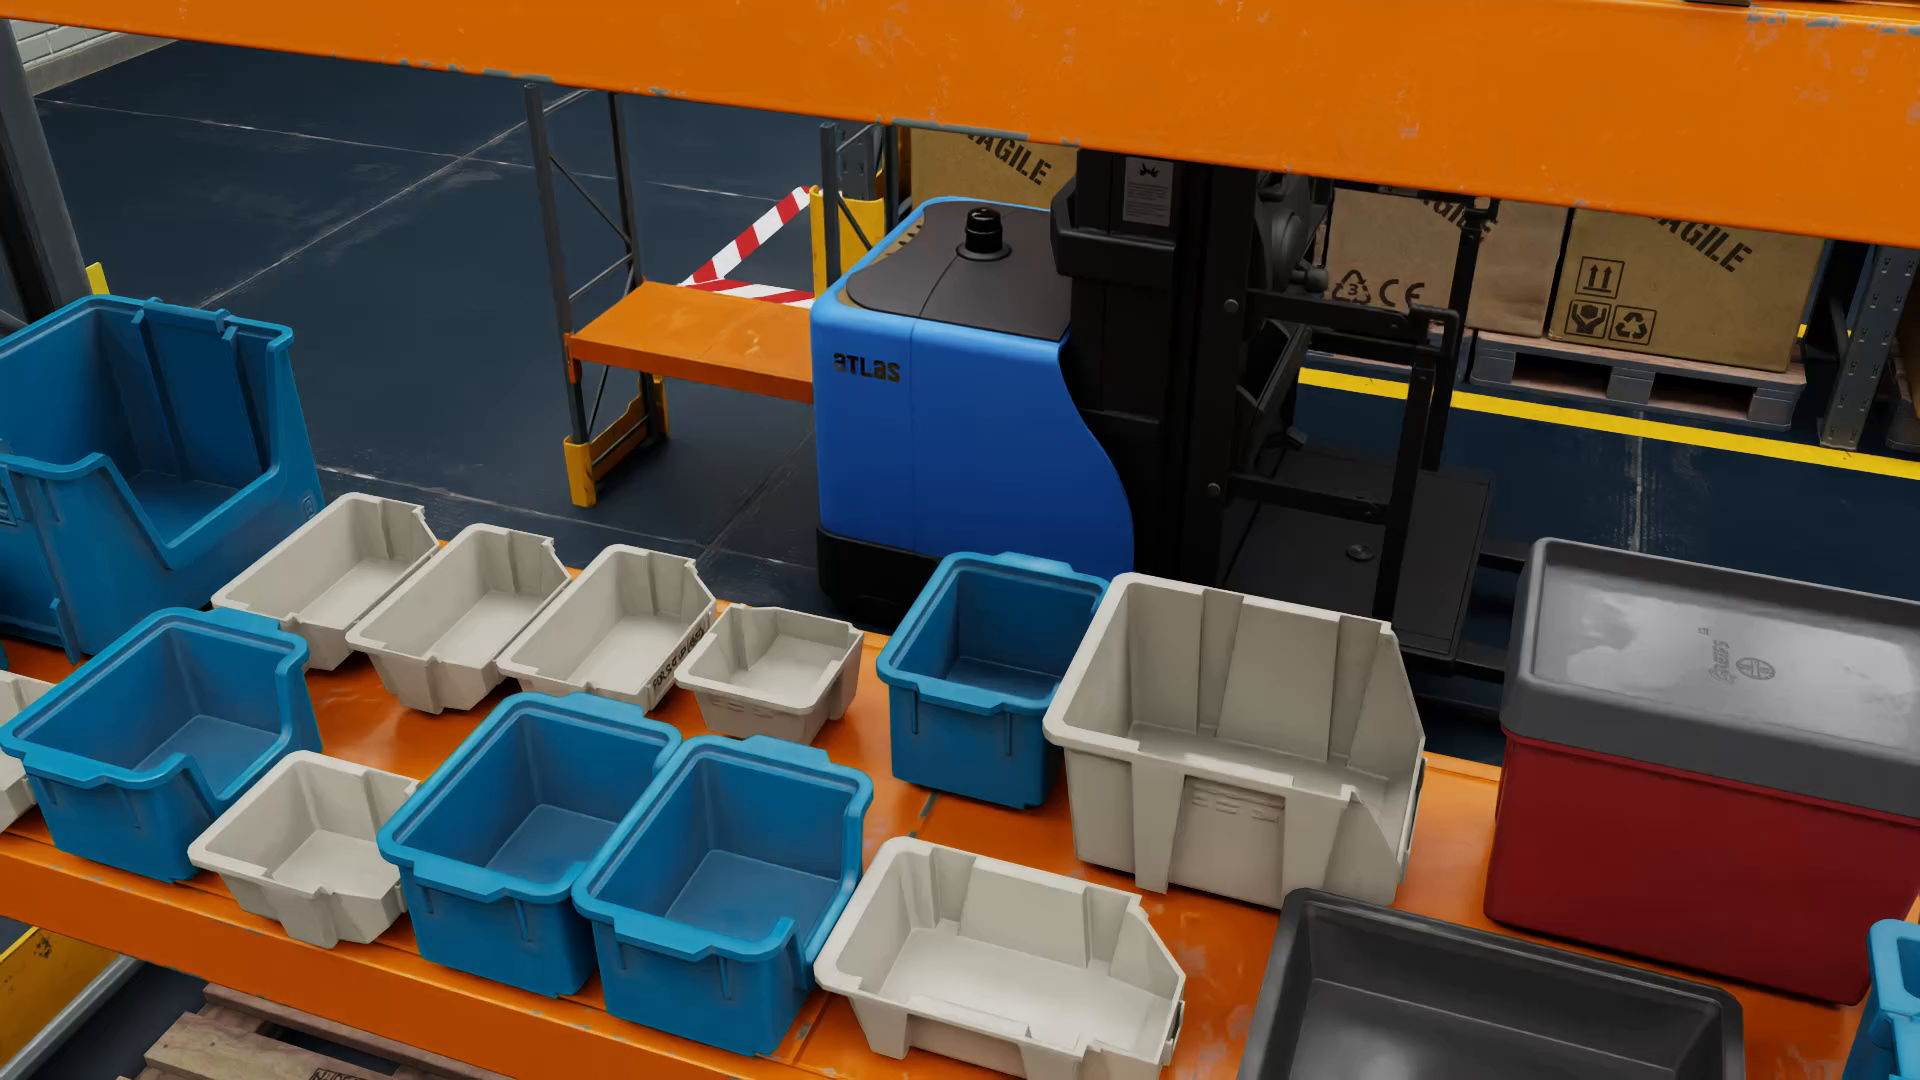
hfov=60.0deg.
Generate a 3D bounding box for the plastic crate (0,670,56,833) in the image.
[{"bbox_3d":[-1.562,0.343,2.642,0.298,0.136,0.250,11,34,16],"label":"plastic crate"}]

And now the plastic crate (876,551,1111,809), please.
[{"bbox_3d":[0.062,0.233,2.723,0.300,0.233,0.416,11,34,16],"label":"plastic crate"}]

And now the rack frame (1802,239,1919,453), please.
[{"bbox_3d":[3.479,-1.854,5.857,0.127,3.000,1.000,11,34,16],"label":"rack frame"}]

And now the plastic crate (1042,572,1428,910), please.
[{"bbox_3d":[0.433,0.326,2.534,0.530,0.282,0.437,11,34,16],"label":"plastic crate"}]

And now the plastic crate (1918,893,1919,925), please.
[{"bbox_3d":[1.418,0.602,2.240,0.243,0.136,0.396,11,34,16],"label":"plastic crate"}]

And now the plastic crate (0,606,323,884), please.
[{"bbox_3d":[-1.216,0.322,2.585,0.300,0.233,0.416,11,34,16],"label":"plastic crate"}]

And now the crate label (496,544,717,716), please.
[{"bbox_3d":[-0.590,0.184,2.887,0.243,0.136,0.396,11,34,16],"label":"crate label"}]

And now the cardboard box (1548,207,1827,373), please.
[{"bbox_3d":[2.885,-1.300,6.569,0.875,0.875,0.875,11,34,16],"label":"cardboard box"}]

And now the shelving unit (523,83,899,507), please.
[{"bbox_3d":[-0.787,-0.802,5.609,1.083,1.500,0.587,12,35,18],"label":"shelving unit"}]

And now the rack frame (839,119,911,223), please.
[{"bbox_3d":[-0.287,-2.586,6.990,0.127,3.000,1.000,11,34,16],"label":"rack frame"}]

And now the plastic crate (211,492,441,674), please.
[{"bbox_3d":[-1.129,0.085,3.040,0.243,0.136,0.396,11,34,16],"label":"plastic crate"}]

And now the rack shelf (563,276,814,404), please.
[{"bbox_3d":[-0.779,-0.649,5.704,1.000,0.185,0.538,12,35,18],"label":"rack shelf"}]

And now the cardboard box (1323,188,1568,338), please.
[{"bbox_3d":[2.037,-1.464,6.824,0.875,0.875,0.875,11,34,16],"label":"cardboard box"}]

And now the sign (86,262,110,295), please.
[{"bbox_3d":[-1.787,-0.410,3.469,0.005,0.325,0.100,11,34,16],"label":"sign"}]

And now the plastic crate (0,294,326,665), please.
[{"bbox_3d":[-1.579,-0.131,3.100,0.499,0.435,0.616,11,34,16],"label":"plastic crate"}]

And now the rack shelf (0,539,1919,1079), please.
[{"bbox_3d":[-0.075,0.611,2.701,4.000,0.370,1.077,11,34,16],"label":"rack shelf"}]

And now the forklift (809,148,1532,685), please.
[{"bbox_3d":[1.112,-0.965,4.543,3.031,2.935,1.130,12,35,18],"label":"forklift"}]

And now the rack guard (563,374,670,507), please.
[{"bbox_3d":[-1.251,-0.375,6.100,0.087,0.250,0.587,12,35,18],"label":"rack guard"}]

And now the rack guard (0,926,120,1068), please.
[{"bbox_3d":[-1.984,0.995,3.748,0.348,0.500,1.175,11,34,16],"label":"rack guard"}]

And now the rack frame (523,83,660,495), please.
[{"bbox_3d":[-1.252,-0.900,5.762,0.032,1.500,0.500,12,35,18],"label":"rack frame"}]

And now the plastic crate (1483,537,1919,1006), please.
[{"bbox_3d":[1.052,0.331,2.357,0.583,0.464,0.402,11,34,16],"label":"plastic crate"}]

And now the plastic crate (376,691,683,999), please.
[{"bbox_3d":[-0.597,0.442,2.399,0.300,0.233,0.416,11,34,16],"label":"plastic crate"}]

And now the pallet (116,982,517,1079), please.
[{"bbox_3d":[-1.194,1.285,3.565,1.213,0.211,1.003,11,34,16],"label":"pallet"}]

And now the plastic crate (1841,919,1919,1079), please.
[{"bbox_3d":[1.253,0.745,1.790,0.575,0.384,0.392,11,34,16],"label":"plastic crate"}]

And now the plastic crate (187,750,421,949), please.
[{"bbox_3d":[-0.924,0.467,2.449,0.298,0.136,0.250,11,34,16],"label":"plastic crate"}]

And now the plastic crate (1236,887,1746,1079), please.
[{"bbox_3d":[0.664,0.698,2.103,0.590,0.125,0.437,11,34,16],"label":"plastic crate"}]

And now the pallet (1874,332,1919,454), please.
[{"bbox_3d":[4.231,-0.580,6.454,1.213,0.211,1.003,11,34,16],"label":"pallet"}]

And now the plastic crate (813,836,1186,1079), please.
[{"bbox_3d":[0.067,0.595,2.251,0.466,0.136,0.293,11,34,16],"label":"plastic crate"}]

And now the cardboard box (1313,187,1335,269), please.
[{"bbox_3d":[1.200,-1.627,7.077,0.875,0.875,0.875,11,34,16],"label":"cardboard box"}]

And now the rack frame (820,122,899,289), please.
[{"bbox_3d":[-0.305,-0.699,5.451,0.032,1.500,0.500,12,35,18],"label":"rack frame"}]

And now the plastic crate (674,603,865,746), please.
[{"bbox_3d":[-0.305,0.229,2.818,0.250,0.136,0.298,11,34,16],"label":"plastic crate"}]

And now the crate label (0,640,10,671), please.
[{"bbox_3d":[-1.836,0.201,2.772,0.303,0.233,0.416,11,34,16],"label":"crate label"}]

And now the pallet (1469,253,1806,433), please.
[{"bbox_3d":[2.790,-0.862,6.890,1.213,0.211,1.003,11,34,16],"label":"pallet"}]

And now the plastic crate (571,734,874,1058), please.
[{"bbox_3d":[-0.314,0.497,2.314,0.300,0.233,0.416,11,34,16],"label":"plastic crate"}]

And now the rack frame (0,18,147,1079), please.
[{"bbox_3d":[-1.957,-0.057,3.073,0.127,3.000,1.000,11,34,16],"label":"rack frame"}]

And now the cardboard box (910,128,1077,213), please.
[{"bbox_3d":[0.343,-1.794,7.335,0.875,0.875,0.875,11,34,16],"label":"cardboard box"}]

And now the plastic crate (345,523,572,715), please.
[{"bbox_3d":[-0.861,0.146,2.947,0.243,0.136,0.396,11,34,16],"label":"plastic crate"}]

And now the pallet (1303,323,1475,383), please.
[{"bbox_3d":[1.637,-1.084,7.235,1.213,0.211,1.003,11,34,16],"label":"pallet"}]

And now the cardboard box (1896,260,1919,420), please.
[{"bbox_3d":[4.088,-1.031,6.153,0.875,0.875,1.225,11,34,17],"label":"cardboard box"}]

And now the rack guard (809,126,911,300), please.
[{"bbox_3d":[-0.309,-1.541,7.675,0.348,0.500,1.175,11,34,16],"label":"rack guard"}]
